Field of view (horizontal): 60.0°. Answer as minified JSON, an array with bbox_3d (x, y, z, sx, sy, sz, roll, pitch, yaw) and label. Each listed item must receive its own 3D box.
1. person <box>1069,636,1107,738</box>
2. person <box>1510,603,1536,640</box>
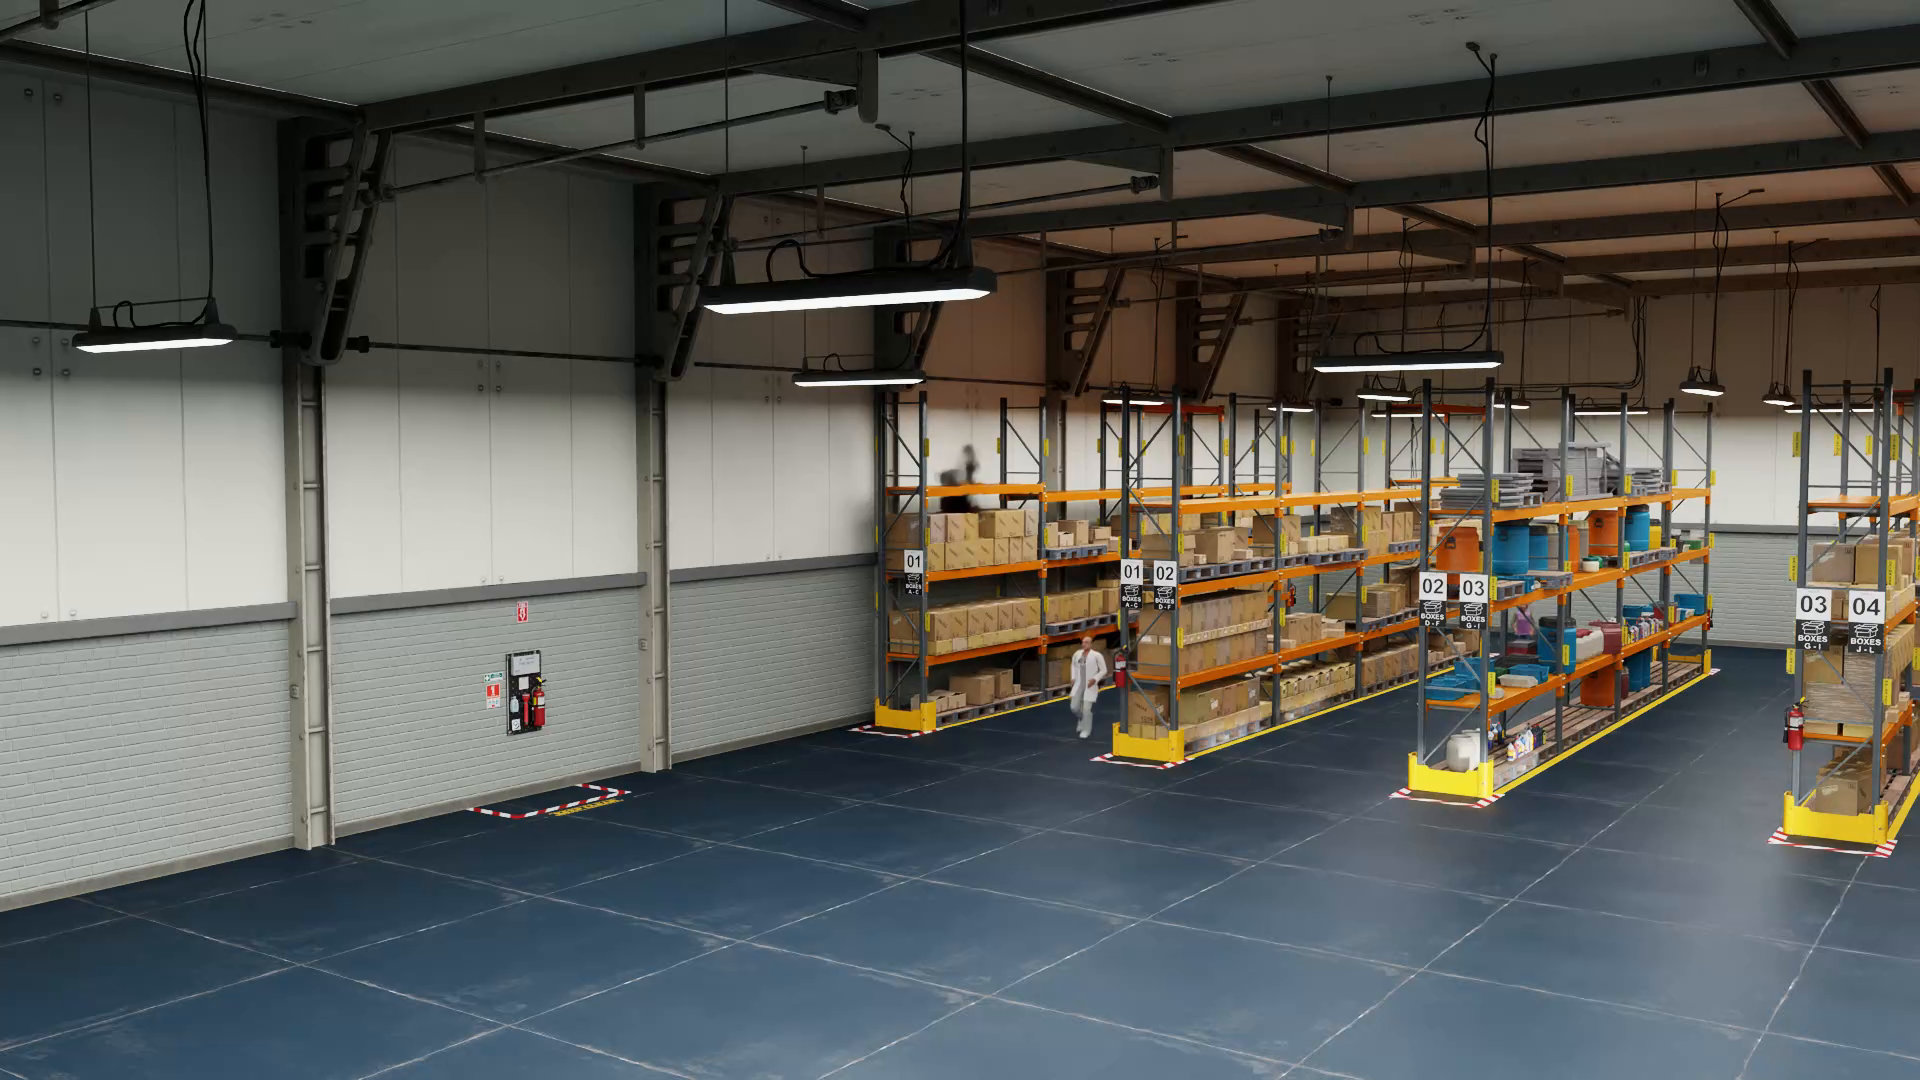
[{"bbox_3d":[2.174,2.513,28.455,0.718,1.736,0.614,2,4,28],"label":"person"},{"bbox_3d":[12.661,2.144,37.426,0.545,1.565,0.527,1,4,25],"label":"person"}]
